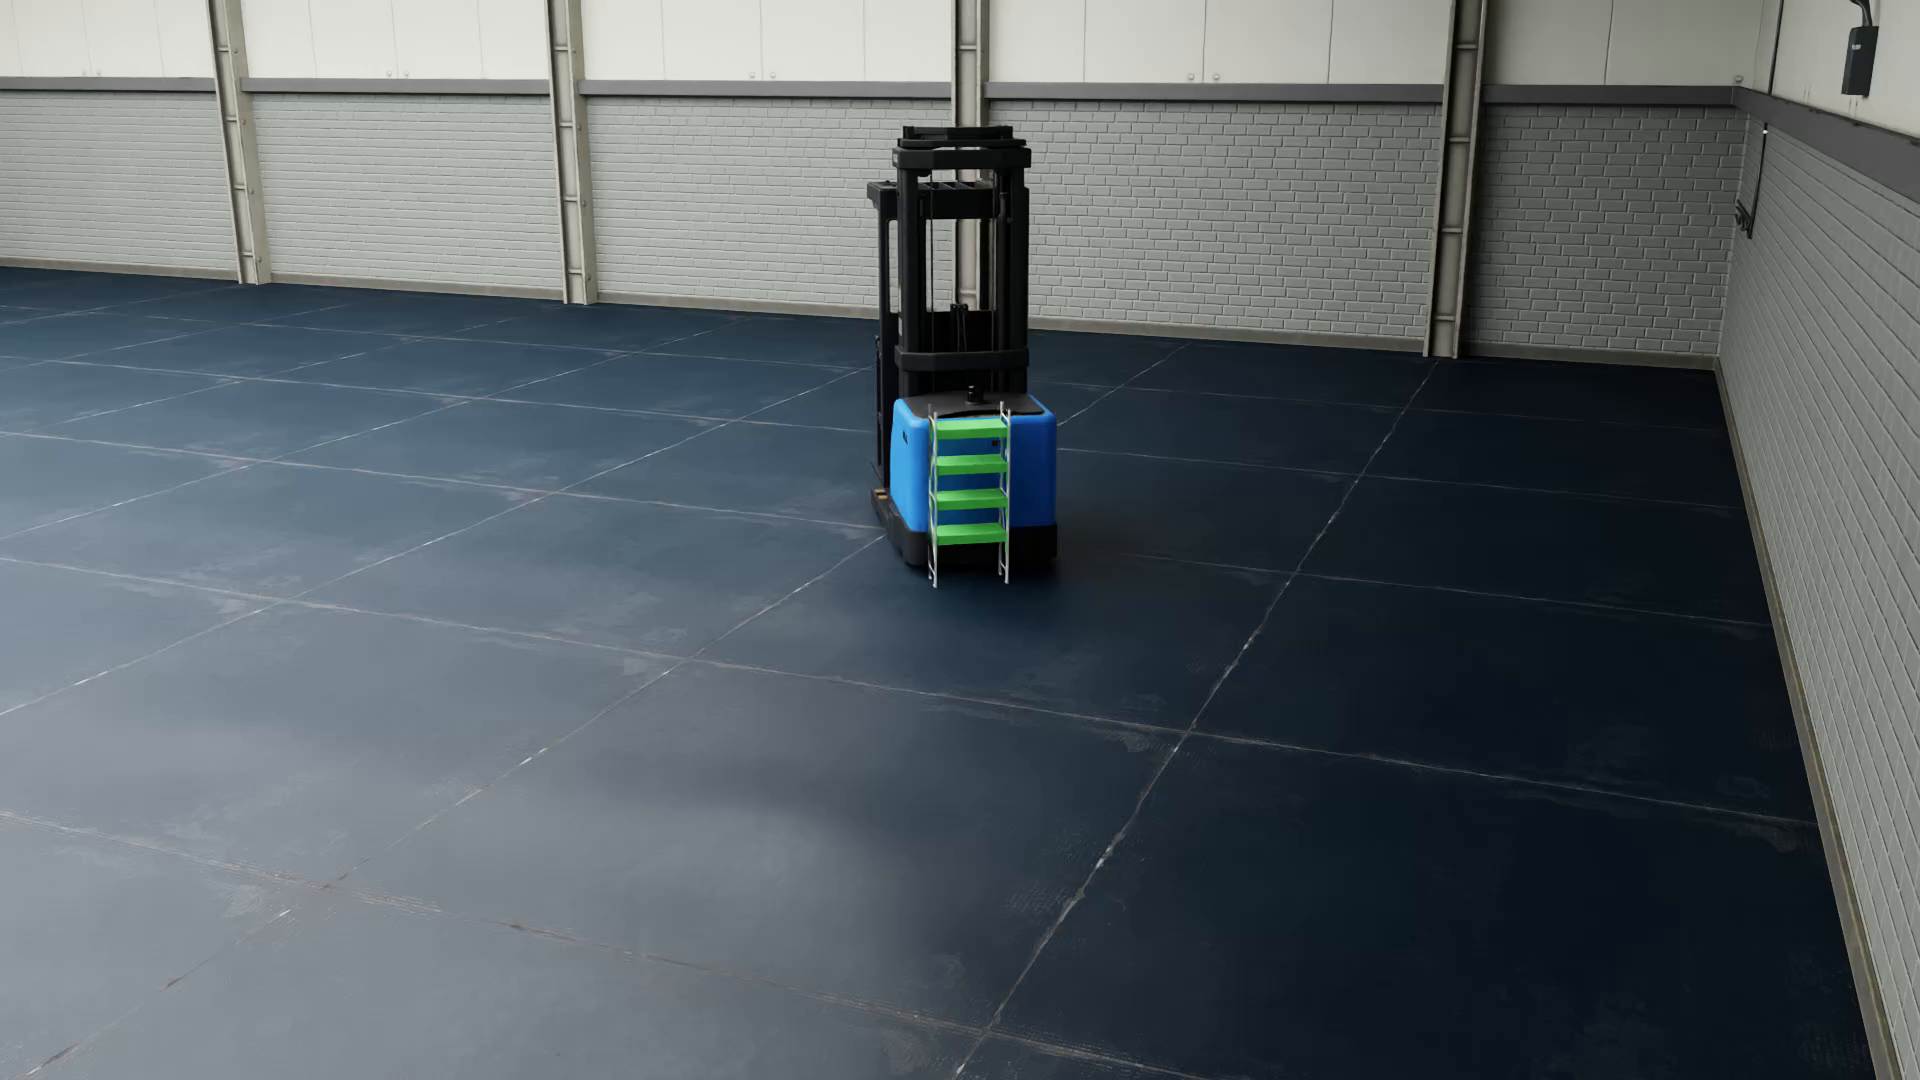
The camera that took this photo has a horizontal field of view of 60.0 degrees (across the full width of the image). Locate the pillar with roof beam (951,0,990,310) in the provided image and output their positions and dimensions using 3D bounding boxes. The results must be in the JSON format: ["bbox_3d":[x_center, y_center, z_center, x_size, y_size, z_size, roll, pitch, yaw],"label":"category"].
[{"bbox_3d":[-1.450,-6.008,16.729,0.400,9.000,9.100,6,17,21],"label":"pillar with roof beam"}]

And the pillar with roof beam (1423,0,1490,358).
[{"bbox_3d":[4.131,-5.394,14.615,0.400,9.000,9.100,6,17,21],"label":"pillar with roof beam"}]

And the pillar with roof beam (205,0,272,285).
[{"bbox_3d":[-12.613,-7.236,20.957,0.400,9.000,9.100,6,17,21],"label":"pillar with roof beam"}]

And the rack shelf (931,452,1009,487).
[{"bbox_3d":[0.059,-0.469,10.989,0.480,0.148,0.258,-3,18,-11],"label":"rack shelf"}]

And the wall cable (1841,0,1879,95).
[{"bbox_3d":[4.468,-5.039,7.292,0.169,6.003,2.305,6,17,21],"label":"wall cable"}]

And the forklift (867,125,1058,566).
[{"bbox_3d":[-0.088,-1.598,12.421,1.130,2.935,3.031,-3,16,-10],"label":"forklift"}]

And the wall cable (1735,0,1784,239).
[{"bbox_3d":[7.966,-4.375,16.674,0.112,2.526,3.097,6,17,21],"label":"wall cable"}]

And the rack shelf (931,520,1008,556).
[{"bbox_3d":[0.056,-0.012,11.137,0.480,0.148,0.258,-3,18,-11],"label":"rack shelf"}]

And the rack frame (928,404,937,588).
[{"bbox_3d":[-0.181,-0.288,10.998,0.015,1.200,0.240,-3,18,-11],"label":"rack frame"}]

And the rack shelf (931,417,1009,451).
[{"bbox_3d":[0.061,-0.697,10.915,0.480,0.148,0.258,-3,18,-11],"label":"rack shelf"}]

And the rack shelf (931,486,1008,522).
[{"bbox_3d":[0.058,-0.240,11.063,0.480,0.148,0.258,-3,18,-11],"label":"rack shelf"}]

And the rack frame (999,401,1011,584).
[{"bbox_3d":[0.298,-0.314,11.088,0.015,1.200,0.240,-3,18,-11],"label":"rack frame"}]

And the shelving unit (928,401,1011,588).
[{"bbox_3d":[0.058,-0.301,11.043,0.503,1.200,0.258,-3,18,-11],"label":"shelving unit"}]

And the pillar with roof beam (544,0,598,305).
[{"bbox_3d":[-7.032,-6.622,18.843,0.400,9.000,9.100,6,17,21],"label":"pillar with roof beam"}]
